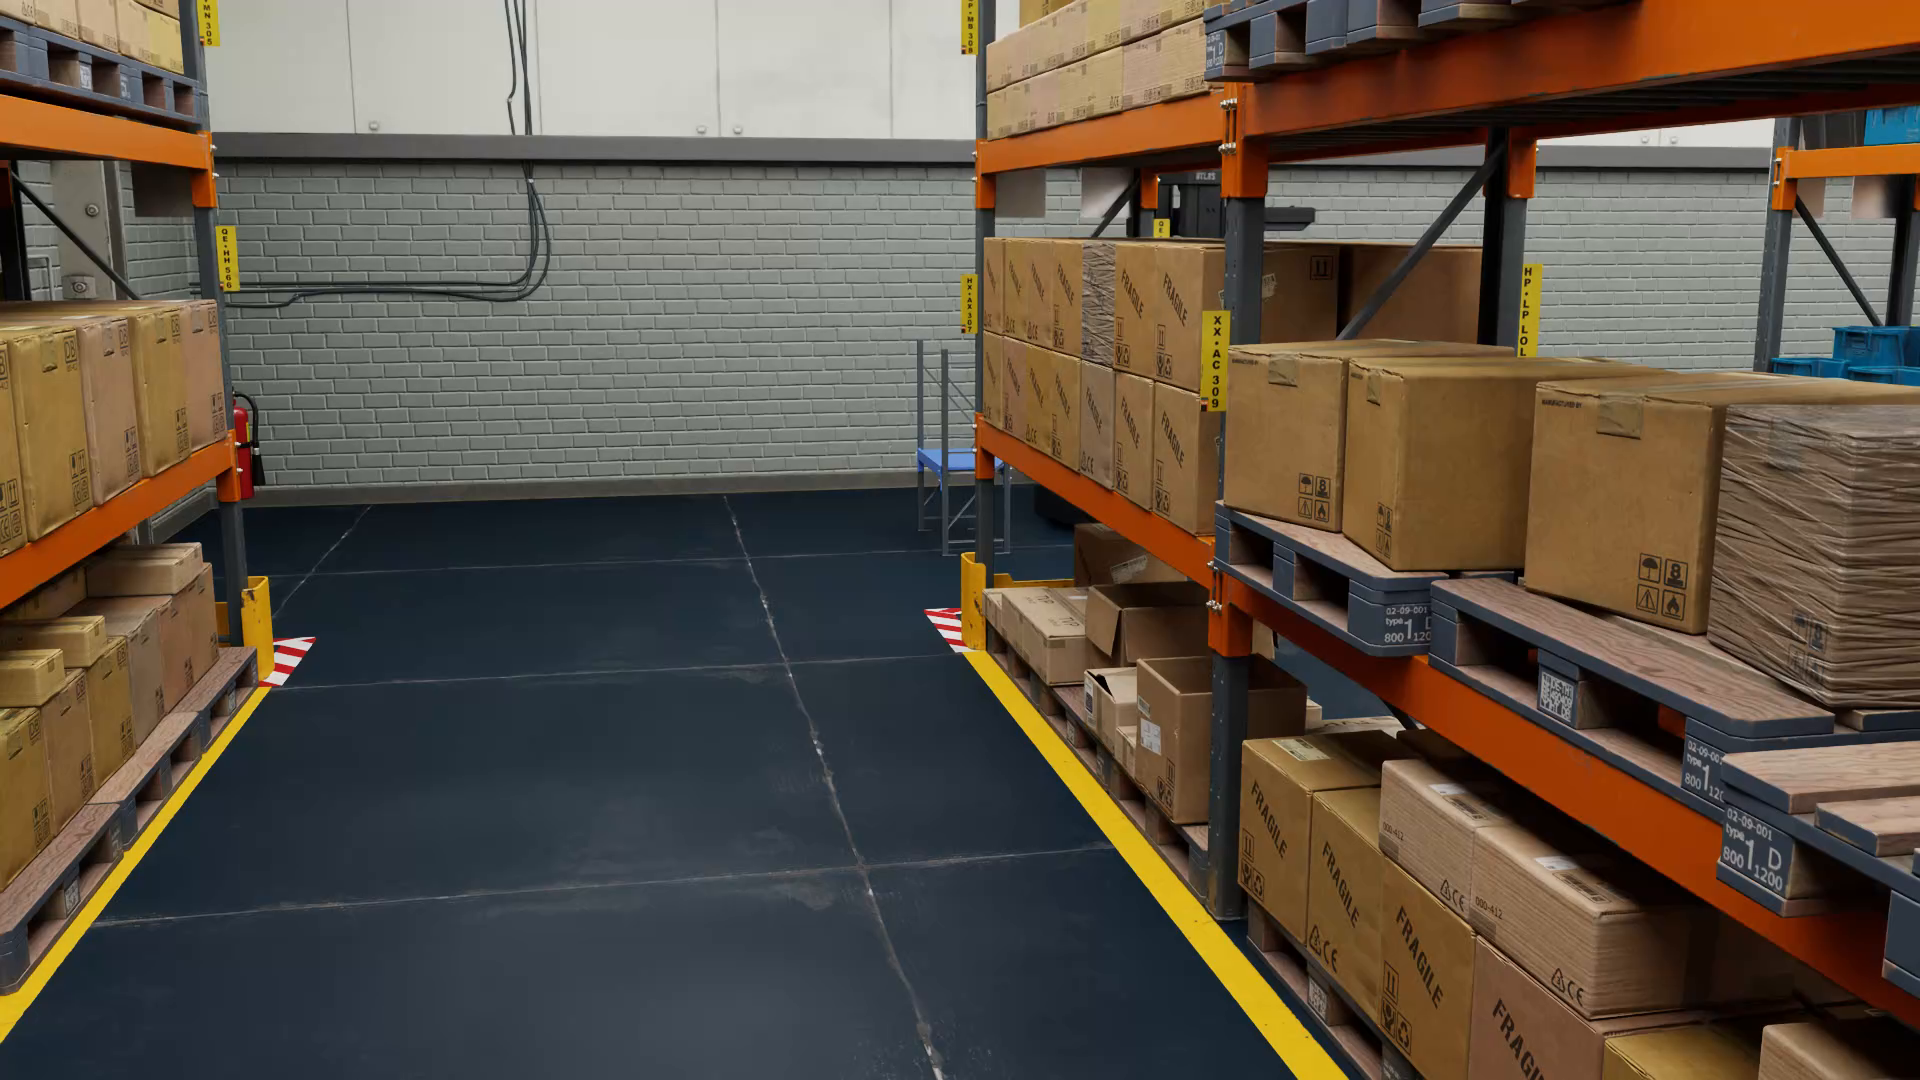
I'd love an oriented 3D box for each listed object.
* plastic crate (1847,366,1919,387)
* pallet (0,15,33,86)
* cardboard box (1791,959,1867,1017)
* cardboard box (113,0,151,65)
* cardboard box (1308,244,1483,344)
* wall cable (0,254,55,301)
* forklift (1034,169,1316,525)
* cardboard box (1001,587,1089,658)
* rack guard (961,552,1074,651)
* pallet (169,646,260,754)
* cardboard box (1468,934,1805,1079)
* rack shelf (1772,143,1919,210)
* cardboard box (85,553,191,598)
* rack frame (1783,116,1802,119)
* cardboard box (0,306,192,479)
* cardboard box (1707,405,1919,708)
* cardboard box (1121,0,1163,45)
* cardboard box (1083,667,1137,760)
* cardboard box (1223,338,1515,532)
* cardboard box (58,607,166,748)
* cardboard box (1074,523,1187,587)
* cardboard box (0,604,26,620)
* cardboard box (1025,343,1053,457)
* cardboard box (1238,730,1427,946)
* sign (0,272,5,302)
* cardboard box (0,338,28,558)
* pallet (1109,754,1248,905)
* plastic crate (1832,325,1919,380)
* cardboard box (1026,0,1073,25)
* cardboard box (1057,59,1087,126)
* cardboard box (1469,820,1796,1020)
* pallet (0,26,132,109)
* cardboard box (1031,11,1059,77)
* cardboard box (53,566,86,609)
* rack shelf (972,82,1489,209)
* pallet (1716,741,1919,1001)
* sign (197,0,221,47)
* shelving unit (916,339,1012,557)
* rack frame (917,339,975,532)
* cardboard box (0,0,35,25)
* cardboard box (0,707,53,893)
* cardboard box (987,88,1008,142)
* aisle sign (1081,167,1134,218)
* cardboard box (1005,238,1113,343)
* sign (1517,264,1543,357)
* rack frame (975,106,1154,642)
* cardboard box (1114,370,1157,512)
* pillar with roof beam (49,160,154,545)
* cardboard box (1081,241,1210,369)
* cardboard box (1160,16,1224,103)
[{"bbox_3d":[5.300,-0.861,9.483,0.416,0.233,0.300,-2,11,-11],"label":"plastic crate"},{"bbox_3d":[-3.641,-1.578,5.179,1.003,0.211,1.213,-2,11,-11],"label":"pallet"},{"bbox_3d":[2.029,1.190,3.932,0.500,0.500,0.500,-3,11,-13],"label":"cardboard box"},{"bbox_3d":[-3.765,-2.166,7.044,0.500,0.250,0.500,-3,11,-13],"label":"cardboard box"},{"bbox_3d":[1.550,-0.815,6.016,0.500,0.500,0.500,-2,11,-10],"label":"cardboard box"},{"bbox_3d":[-5.447,-1.431,9.474,0.084,1.984,1.851,-2,11,-11],"label":"wall cable"},{"bbox_3d":[2.148,-1.642,13.486,3.031,2.935,1.130,-6,12,-27],"label":"forklift"},{"bbox_3d":[0.513,0.424,8.622,0.500,0.250,0.500,-2,11,-11],"label":"cardboard box"},{"bbox_3d":[0.603,0.330,9.626,1.175,0.500,0.348,-2,11,-11],"label":"rack guard"},{"bbox_3d":[-4.038,0.783,8.021,1.003,0.211,1.213,-2,11,-11],"label":"pallet"},{"bbox_3d":[1.523,1.213,3.809,0.500,0.500,0.500,-3,11,-13],"label":"cardboard box"},{"bbox_3d":[5.836,-1.845,8.268,1.077,0.370,4.000,-2,11,-11],"label":"rack shelf"},{"bbox_3d":[-3.782,0.160,7.659,0.380,0.149,0.250,-2,11,-9],"label":"cardboard box"},{"bbox_3d":[5.447,-4.039,9.847,1.000,3.000,0.127,-2,11,-11],"label":"rack frame"},{"bbox_3d":[-4.009,-0.652,7.299,0.980,0.700,0.700,-2,11,-11],"label":"cardboard box"},{"bbox_3d":[1.920,0.014,3.211,0.700,0.500,0.500,0,11,0],"label":"cardboard box"},{"bbox_3d":[0.911,-1.995,6.197,0.500,0.250,0.500,-2,11,-11],"label":"cardboard box"},{"bbox_3d":[0.831,0.695,7.039,0.500,0.311,0.500,-2,11,-11],"label":"cardboard box"},{"bbox_3d":[1.239,-0.339,5.063,0.700,0.500,0.500,-6,12,-30],"label":"cardboard box"},{"bbox_3d":[-3.840,0.599,7.088,0.700,0.500,0.500,-2,11,-13],"label":"cardboard box"},{"bbox_3d":[0.935,0.191,9.181,0.500,0.500,0.500,-2,11,-11],"label":"cardboard box"},{"bbox_3d":[-3.960,0.360,6.611,0.380,0.149,0.250,-2,11,-12],"label":"cardboard box"},{"bbox_3d":[0.616,-0.684,7.998,0.500,0.500,0.500,-2,11,-11],"label":"cardboard box"},{"bbox_3d":[1.221,0.931,5.291,0.500,0.500,0.500,-3,11,-14],"label":"cardboard box"},{"bbox_3d":[-4.816,-1.176,8.327,0.100,0.325,0.005,-2,11,-11],"label":"sign"},{"bbox_3d":[-3.582,-0.245,5.159,0.980,0.700,0.700,-2,11,-10],"label":"cardboard box"},{"bbox_3d":[1.233,1.066,6.534,1.003,0.211,1.213,-2,11,-11],"label":"pallet"},{"bbox_3d":[5.696,-1.084,10.113,0.616,0.435,0.499,-2,11,-11],"label":"plastic crate"},{"bbox_3d":[0.718,-2.737,8.092,0.700,0.500,0.500,-2,11,-11],"label":"cardboard box"},{"bbox_3d":[0.725,-1.933,7.209,0.500,0.250,0.500,-2,11,-11],"label":"cardboard box"},{"bbox_3d":[1.513,0.838,3.774,0.500,0.250,0.500,-2,11,-12],"label":"cardboard box"},{"bbox_3d":[-3.875,-1.801,6.353,1.003,0.211,1.213,-2,11,-11],"label":"pallet"},{"bbox_3d":[0.626,-2.270,7.644,0.500,0.250,0.500,-2,11,-11],"label":"cardboard box"},{"bbox_3d":[-4.109,0.220,7.347,0.380,0.149,0.250,-2,11,-11],"label":"cardboard box"},{"bbox_3d":[0.977,-1.665,7.325,1.077,0.370,4.000,-2,11,-11],"label":"rack shelf"},{"bbox_3d":[1.943,0.528,2.414,1.213,0.211,1.003,-2,11,-11],"label":"pallet"},{"bbox_3d":[-3.736,-2.618,8.250,0.100,0.325,0.005,-2,11,-11],"label":"sign"},{"bbox_3d":[0.017,-0.721,12.474,0.538,1.500,1.048,-2,11,-11],"label":"shelving unit"},{"bbox_3d":[-0.082,-0.814,12.964,0.500,1.500,0.032,-2,11,-11],"label":"rack frame"},{"bbox_3d":[-3.453,-1.883,5.556,0.500,0.250,0.500,-2,11,-12],"label":"cardboard box"},{"bbox_3d":[-3.537,0.883,5.596,0.700,0.500,0.500,-2,11,-10],"label":"cardboard box"},{"bbox_3d":[0.438,-2.208,8.656,0.500,0.250,0.500,-2,11,-11],"label":"cardboard box"},{"bbox_3d":[0.875,-2.213,9.347,0.394,0.787,0.004,-2,11,-11],"label":"aisle sign"},{"bbox_3d":[0.525,-1.266,8.383,0.500,0.500,0.500,-2,11,-10],"label":"cardboard box"},{"bbox_3d":[1.909,-0.768,5.612,0.100,0.325,0.005,-2,11,-11],"label":"sign"},{"bbox_3d":[0.588,-0.912,9.466,1.000,3.000,0.127,-2,11,-11],"label":"rack frame"},{"bbox_3d":[0.915,-0.404,6.531,0.500,0.500,0.500,-2,11,-9],"label":"cardboard box"},{"bbox_3d":[-1.421,-4.299,11.214,9.100,9.000,0.400,-2,11,-11],"label":"pillar with roof beam"},{"bbox_3d":[0.813,-0.988,6.925,0.500,0.500,0.500,-2,11,-11],"label":"cardboard box"},{"bbox_3d":[1.010,-1.658,5.762,0.500,0.250,0.500,-2,11,-11],"label":"cardboard box"}]
